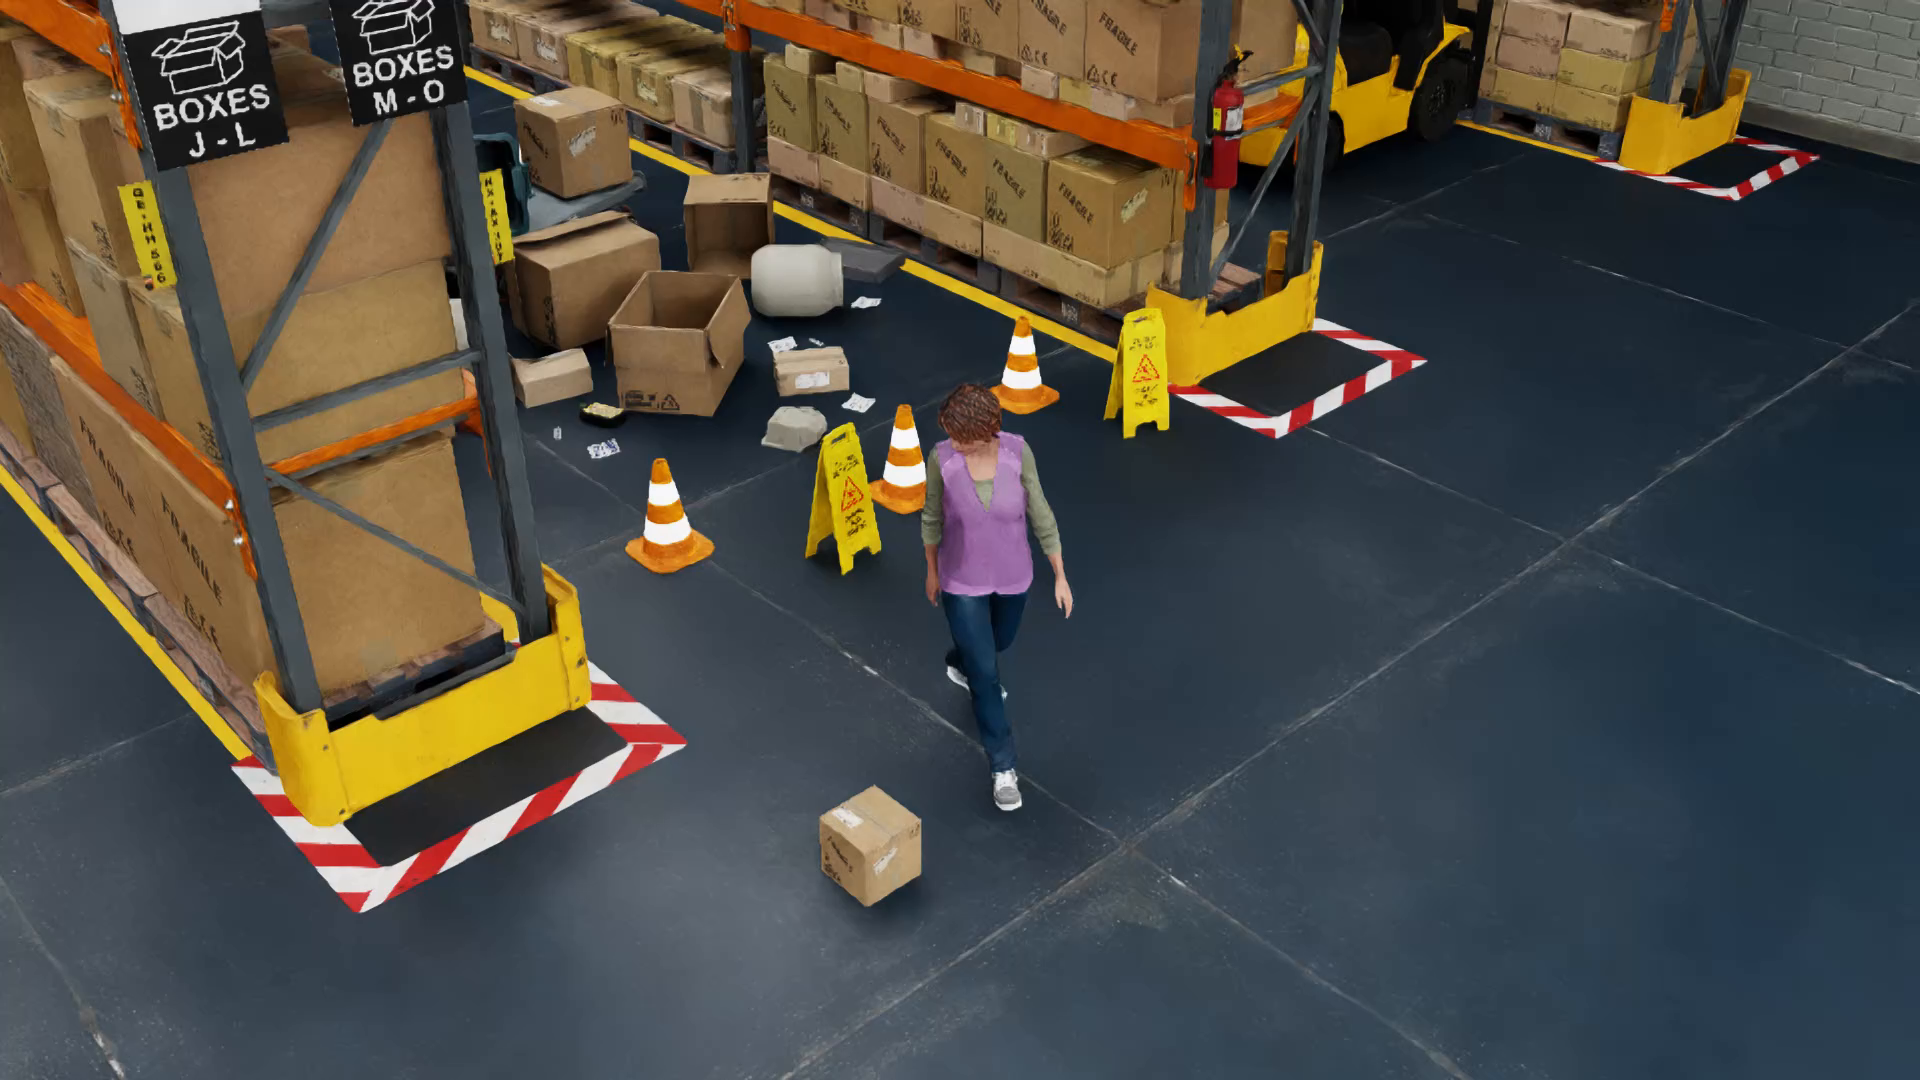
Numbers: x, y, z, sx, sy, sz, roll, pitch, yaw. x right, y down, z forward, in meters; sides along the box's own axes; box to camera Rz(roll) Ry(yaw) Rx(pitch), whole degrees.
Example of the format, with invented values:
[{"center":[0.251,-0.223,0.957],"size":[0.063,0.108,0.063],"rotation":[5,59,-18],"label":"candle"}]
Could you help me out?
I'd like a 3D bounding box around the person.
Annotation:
[{"center":[0.092,0.167,6.024],"size":[0.457,1.295,0.680],"rotation":[-9,33,-14],"label":"person"}]
